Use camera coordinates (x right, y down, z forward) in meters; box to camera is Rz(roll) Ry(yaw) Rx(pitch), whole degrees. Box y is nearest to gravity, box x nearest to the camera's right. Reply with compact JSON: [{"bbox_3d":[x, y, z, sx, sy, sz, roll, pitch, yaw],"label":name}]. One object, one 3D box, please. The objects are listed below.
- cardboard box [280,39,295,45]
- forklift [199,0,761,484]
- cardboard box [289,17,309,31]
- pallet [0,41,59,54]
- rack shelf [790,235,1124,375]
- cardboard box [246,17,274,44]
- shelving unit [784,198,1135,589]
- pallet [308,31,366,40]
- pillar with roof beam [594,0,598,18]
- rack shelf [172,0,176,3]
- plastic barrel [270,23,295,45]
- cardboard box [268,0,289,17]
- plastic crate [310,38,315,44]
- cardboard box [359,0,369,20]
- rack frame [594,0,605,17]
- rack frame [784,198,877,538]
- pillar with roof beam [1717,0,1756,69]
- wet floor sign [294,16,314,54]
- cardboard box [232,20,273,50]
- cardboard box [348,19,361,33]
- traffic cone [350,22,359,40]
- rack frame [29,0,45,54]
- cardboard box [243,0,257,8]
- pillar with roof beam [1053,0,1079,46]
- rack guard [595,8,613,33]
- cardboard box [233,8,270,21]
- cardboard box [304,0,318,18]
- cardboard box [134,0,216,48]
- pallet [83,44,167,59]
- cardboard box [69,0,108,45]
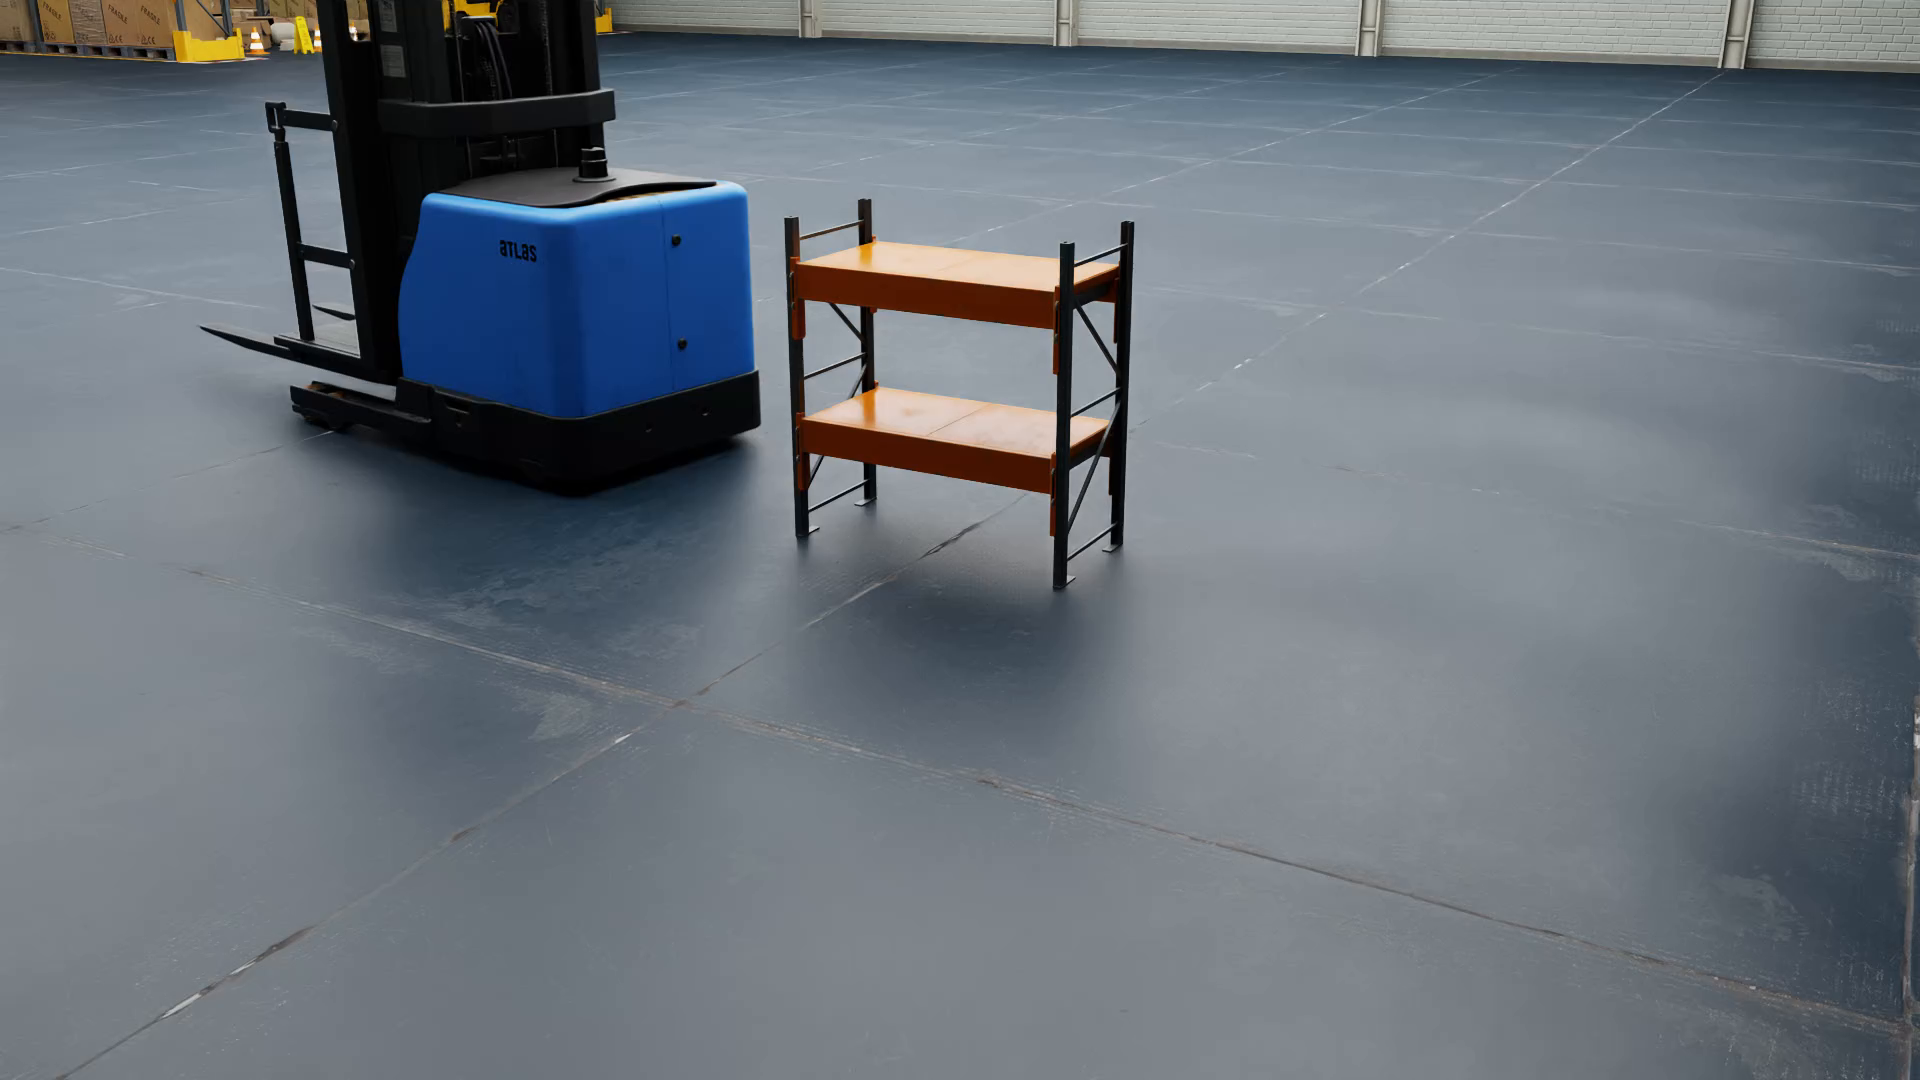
[{"bbox_3d":[-12.784,-9.495,31.821,0.380,0.149,0.250,-11,23,-29],"label":"cardboard box"},{"bbox_3d":[-2.306,-1.980,7.026,3.031,2.935,1.130,15,25,36],"label":"forklift"},{"bbox_3d":[-13.293,-10.524,33.896,0.500,0.250,0.500,12,23,30],"label":"cardboard box"},{"bbox_3d":[-17.184,-9.188,30.885,1.213,0.211,1.003,11,23,27],"label":"pallet"},{"bbox_3d":[-0.006,-0.805,5.577,1.000,0.278,0.538,11,23,27],"label":"rack shelf"},{"bbox_3d":[-13.876,-10.126,33.044,0.500,0.500,0.500,-7,21,-20],"label":"cardboard box"},{"bbox_3d":[-0.006,-0.530,5.676,1.048,1.125,0.538,11,23,27],"label":"shelving unit"},{"bbox_3d":[-12.475,-10.269,33.865,1.213,0.211,1.003,11,23,27],"label":"pallet"},{"bbox_3d":[-10.506,-14.619,32.971,0.400,9.000,9.100,11,23,27],"label":"pillar with roof beam"},{"bbox_3d":[-14.728,-9.722,29.323,4.000,0.370,1.077,11,23,27],"label":"rack shelf"},{"bbox_3d":[-13.197,-9.900,32.536,0.512,0.421,0.421,-7,21,-20],"label":"plastic barrel"},{"bbox_3d":[-13.764,-10.962,34.004,0.500,0.500,0.500,12,23,30],"label":"cardboard box"},{"bbox_3d":[-13.177,-10.006,33.332,0.583,0.080,0.402,3,20,9],"label":"plastic crate"},{"bbox_3d":[-11.482,-10.531,32.815,0.500,0.500,0.500,11,23,28],"label":"cardboard box"},{"bbox_3d":[-8.238,-12.697,36.468,0.127,3.000,1.000,11,23,27],"label":"rack frame"},{"bbox_3d":[-0.450,-0.614,5.909,0.032,1.125,0.500,11,23,27],"label":"rack frame"},{"bbox_3d":[10.446,-10.628,21.968,0.400,9.000,9.100,11,23,27],"label":"pillar with roof beam"},{"bbox_3d":[-11.991,-9.206,30.297,0.232,0.644,0.267,7,21,18],"label":"wet floor sign"},{"bbox_3d":[-13.424,-9.583,31.546,0.637,0.503,0.797,-4,20,-10],"label":"cardboard box"},{"bbox_3d":[-11.941,-10.266,33.184,0.500,0.250,0.500,11,23,27],"label":"cardboard box"},{"bbox_3d":[-11.660,-9.713,31.964,0.334,0.463,0.336,11,23,27],"label":"traffic cone"},{"bbox_3d":[-16.474,-10.393,30.118,0.127,3.000,1.000,11,23,27],"label":"rack frame"},{"bbox_3d":[-17.499,-13.397,41.449,0.500,0.500,0.500,10,22,26],"label":"cardboard box"},{"bbox_3d":[-0.030,-12.624,27.469,0.400,9.000,9.100,11,23,27],"label":"pillar with roof beam"},{"bbox_3d":[-8.217,-11.518,36.883,0.348,0.500,1.175,11,23,27],"label":"rack guard"},{"bbox_3d":[-14.607,-10.932,34.841,0.625,0.372,0.950,11,23,28],"label":"cardboard box"},{"bbox_3d":[-12.839,-10.790,33.529,0.500,0.500,0.500,12,23,30],"label":"cardboard box"},{"bbox_3d":[-13.606,-9.020,28.831,0.875,0.875,0.875,11,23,28],"label":"cardboard box"},{"bbox_3d":[-14.779,-8.730,29.622,1.213,0.211,1.003,11,23,27],"label":"pallet"},{"bbox_3d":[-15.170,-9.317,29.652,0.875,0.875,0.875,11,23,28],"label":"cardboard box"}]
